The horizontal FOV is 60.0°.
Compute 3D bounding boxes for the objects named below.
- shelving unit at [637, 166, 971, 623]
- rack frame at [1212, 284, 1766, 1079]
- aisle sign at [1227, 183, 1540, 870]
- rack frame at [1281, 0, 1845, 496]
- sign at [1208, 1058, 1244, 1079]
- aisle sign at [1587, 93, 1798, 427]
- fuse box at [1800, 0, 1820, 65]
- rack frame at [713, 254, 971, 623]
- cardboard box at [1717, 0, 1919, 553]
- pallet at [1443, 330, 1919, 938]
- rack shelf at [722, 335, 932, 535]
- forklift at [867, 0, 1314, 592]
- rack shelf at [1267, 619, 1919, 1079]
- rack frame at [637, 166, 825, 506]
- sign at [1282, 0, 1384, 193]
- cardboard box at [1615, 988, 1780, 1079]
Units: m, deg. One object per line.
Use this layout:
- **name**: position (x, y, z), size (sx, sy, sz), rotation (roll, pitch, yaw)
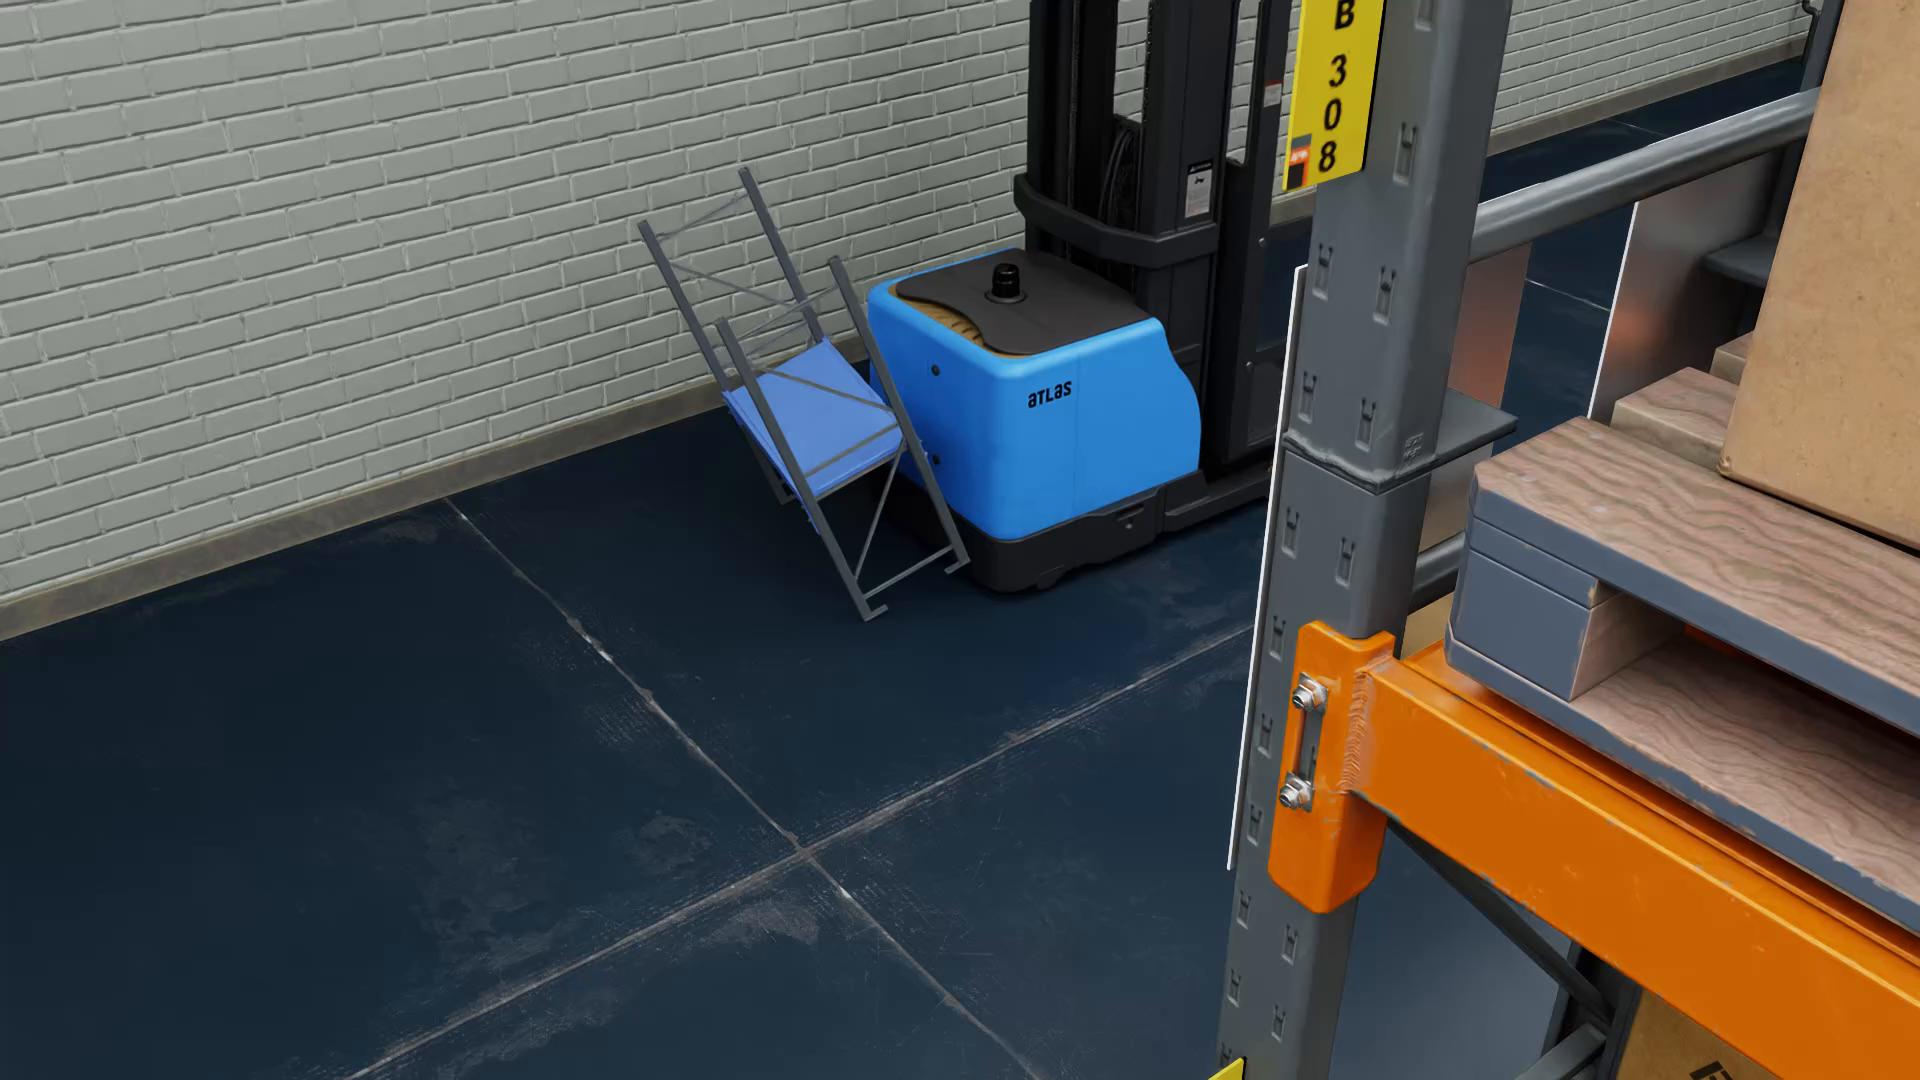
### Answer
- **shelving unit**: position (-0.620, -0.584, 6.692), size (0.538, 1.500, 1.048), rotation (-30, 39, -9)
- **rack frame**: position (0.766, 1.043, 2.728), size (1.000, 3.000, 0.127), rotation (-22, 38, -31)
- **aisle sign**: position (0.484, 0.006, 1.934), size (0.394, 0.787, 0.004), rotation (-22, 38, -31)
- **rack frame**: position (0.766, -1.505, 1.145), size (1.000, 3.000, 0.127), rotation (-22, 38, -31)
- **sign**: position (0.323, 0.819, 2.193), size (0.100, 0.325, 0.005), rotation (-22, 38, -31)
- **aisle sign**: position (0.958, -0.188, 2.246), size (0.394, 0.787, 0.004), rotation (-22, 38, -31)
- **fuse box**: position (6.866, -4.577, 12.998), size (0.539, 1.711, 0.414), rotation (-22, 38, -31)
- **rack frame**: position (-0.410, -0.339, 6.299), size (0.500, 1.500, 0.032), rotation (-30, 39, -9)
- **cardboard box**: position (1.127, -0.295, 1.452), size (0.700, 0.500, 0.500), rotation (-25, 40, -34)
- **pallet**: position (1.229, 0.112, 1.467), size (1.003, 0.211, 1.213), rotation (-22, 38, -31)
- **rack shelf**: position (-0.564, -0.453, 6.803), size (0.538, 0.185, 1.000), rotation (-30, 39, -9)
- **forklift**: position (1.092, -1.641, 7.114), size (3.031, 2.935, 1.130), rotation (-21, 37, -30)
- **rack shelf**: position (1.992, 0.908, 0.784), size (1.077, 0.370, 4.000), rotation (-22, 38, -31)
- **rack frame**: position (-0.830, -0.828, 7.085), size (0.500, 1.500, 0.032), rotation (-30, 39, -9)
- **sign**: position (0.323, -0.459, 1.400), size (0.100, 0.325, 0.005), rotation (-22, 38, -31)
- **cardboard box**: position (1.272, 0.780, 2.301), size (0.500, 0.500, 0.500), rotation (-22, 38, -31)
